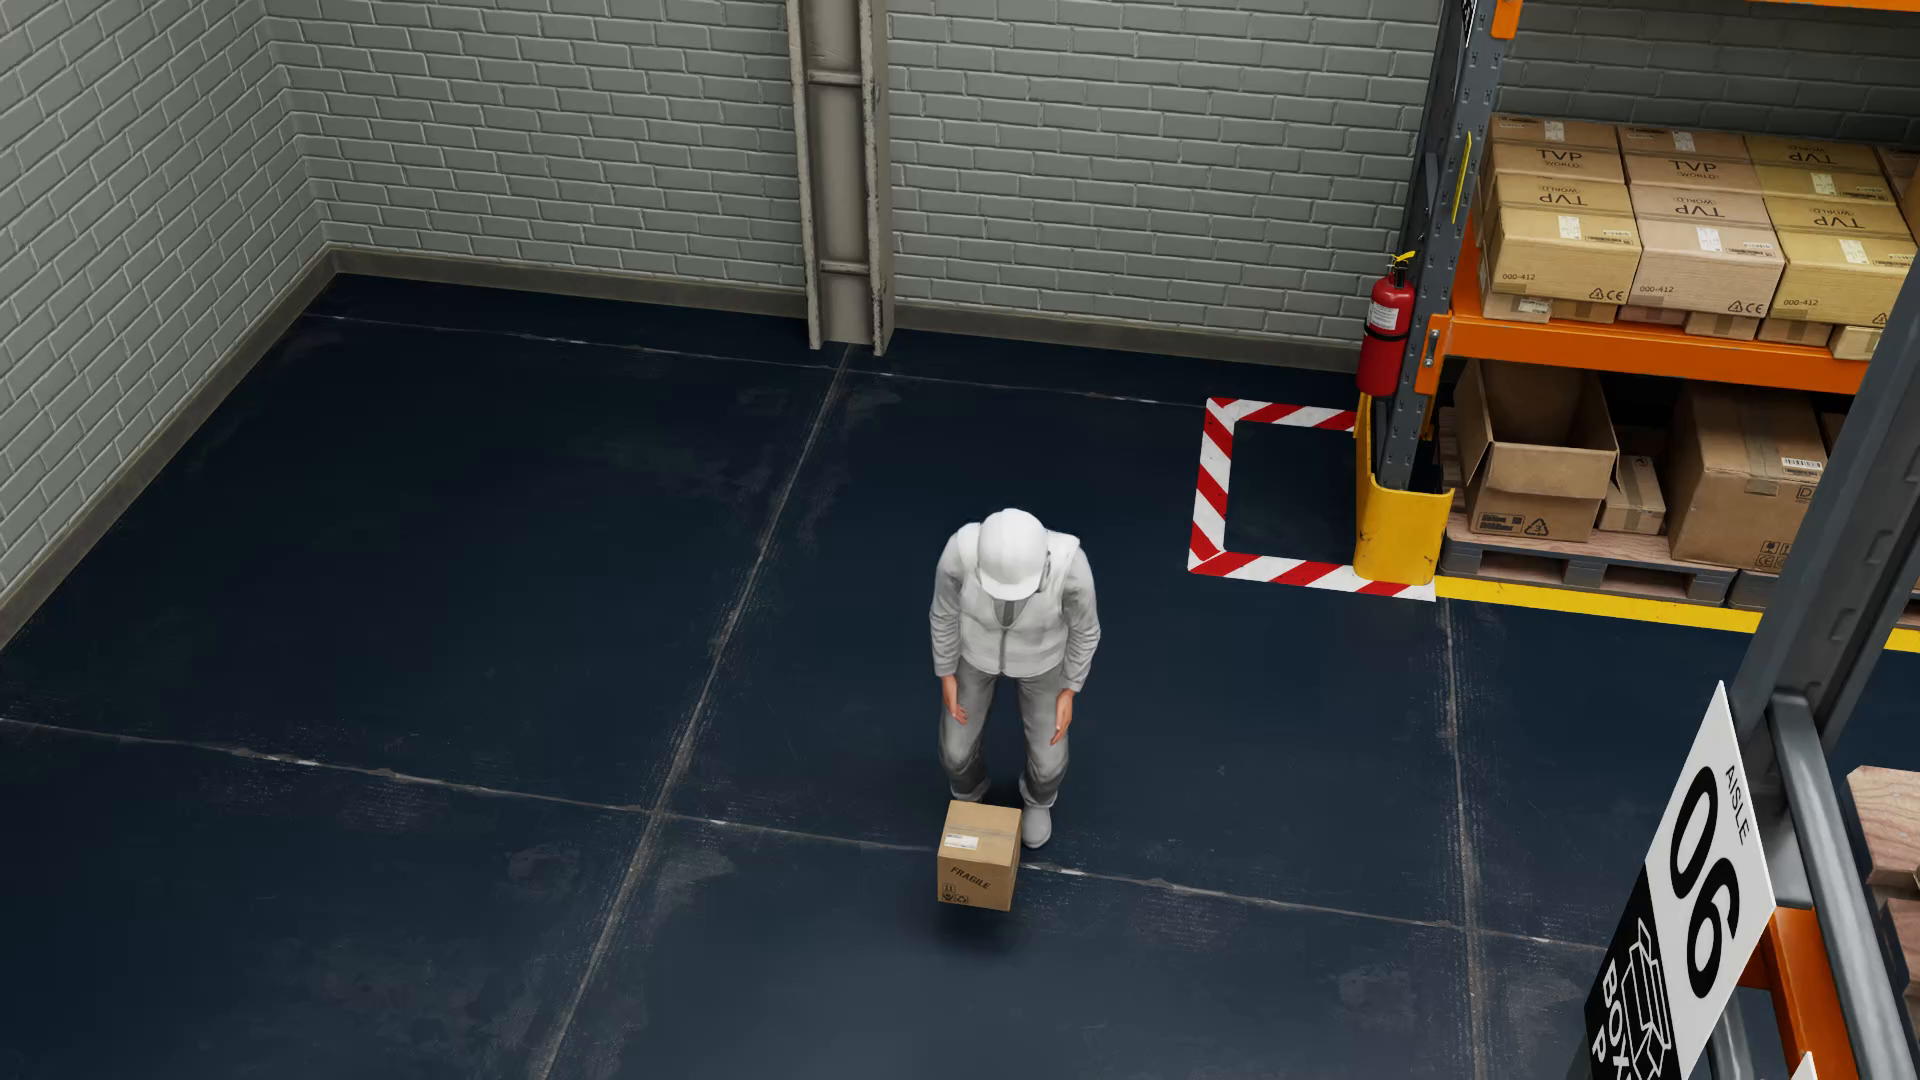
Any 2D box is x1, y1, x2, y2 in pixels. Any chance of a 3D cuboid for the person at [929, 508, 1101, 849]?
[{"bbox_3d":[0.187,0.438,5.739,0.581,1.628,0.604,7,41,8],"label":"person"}]
